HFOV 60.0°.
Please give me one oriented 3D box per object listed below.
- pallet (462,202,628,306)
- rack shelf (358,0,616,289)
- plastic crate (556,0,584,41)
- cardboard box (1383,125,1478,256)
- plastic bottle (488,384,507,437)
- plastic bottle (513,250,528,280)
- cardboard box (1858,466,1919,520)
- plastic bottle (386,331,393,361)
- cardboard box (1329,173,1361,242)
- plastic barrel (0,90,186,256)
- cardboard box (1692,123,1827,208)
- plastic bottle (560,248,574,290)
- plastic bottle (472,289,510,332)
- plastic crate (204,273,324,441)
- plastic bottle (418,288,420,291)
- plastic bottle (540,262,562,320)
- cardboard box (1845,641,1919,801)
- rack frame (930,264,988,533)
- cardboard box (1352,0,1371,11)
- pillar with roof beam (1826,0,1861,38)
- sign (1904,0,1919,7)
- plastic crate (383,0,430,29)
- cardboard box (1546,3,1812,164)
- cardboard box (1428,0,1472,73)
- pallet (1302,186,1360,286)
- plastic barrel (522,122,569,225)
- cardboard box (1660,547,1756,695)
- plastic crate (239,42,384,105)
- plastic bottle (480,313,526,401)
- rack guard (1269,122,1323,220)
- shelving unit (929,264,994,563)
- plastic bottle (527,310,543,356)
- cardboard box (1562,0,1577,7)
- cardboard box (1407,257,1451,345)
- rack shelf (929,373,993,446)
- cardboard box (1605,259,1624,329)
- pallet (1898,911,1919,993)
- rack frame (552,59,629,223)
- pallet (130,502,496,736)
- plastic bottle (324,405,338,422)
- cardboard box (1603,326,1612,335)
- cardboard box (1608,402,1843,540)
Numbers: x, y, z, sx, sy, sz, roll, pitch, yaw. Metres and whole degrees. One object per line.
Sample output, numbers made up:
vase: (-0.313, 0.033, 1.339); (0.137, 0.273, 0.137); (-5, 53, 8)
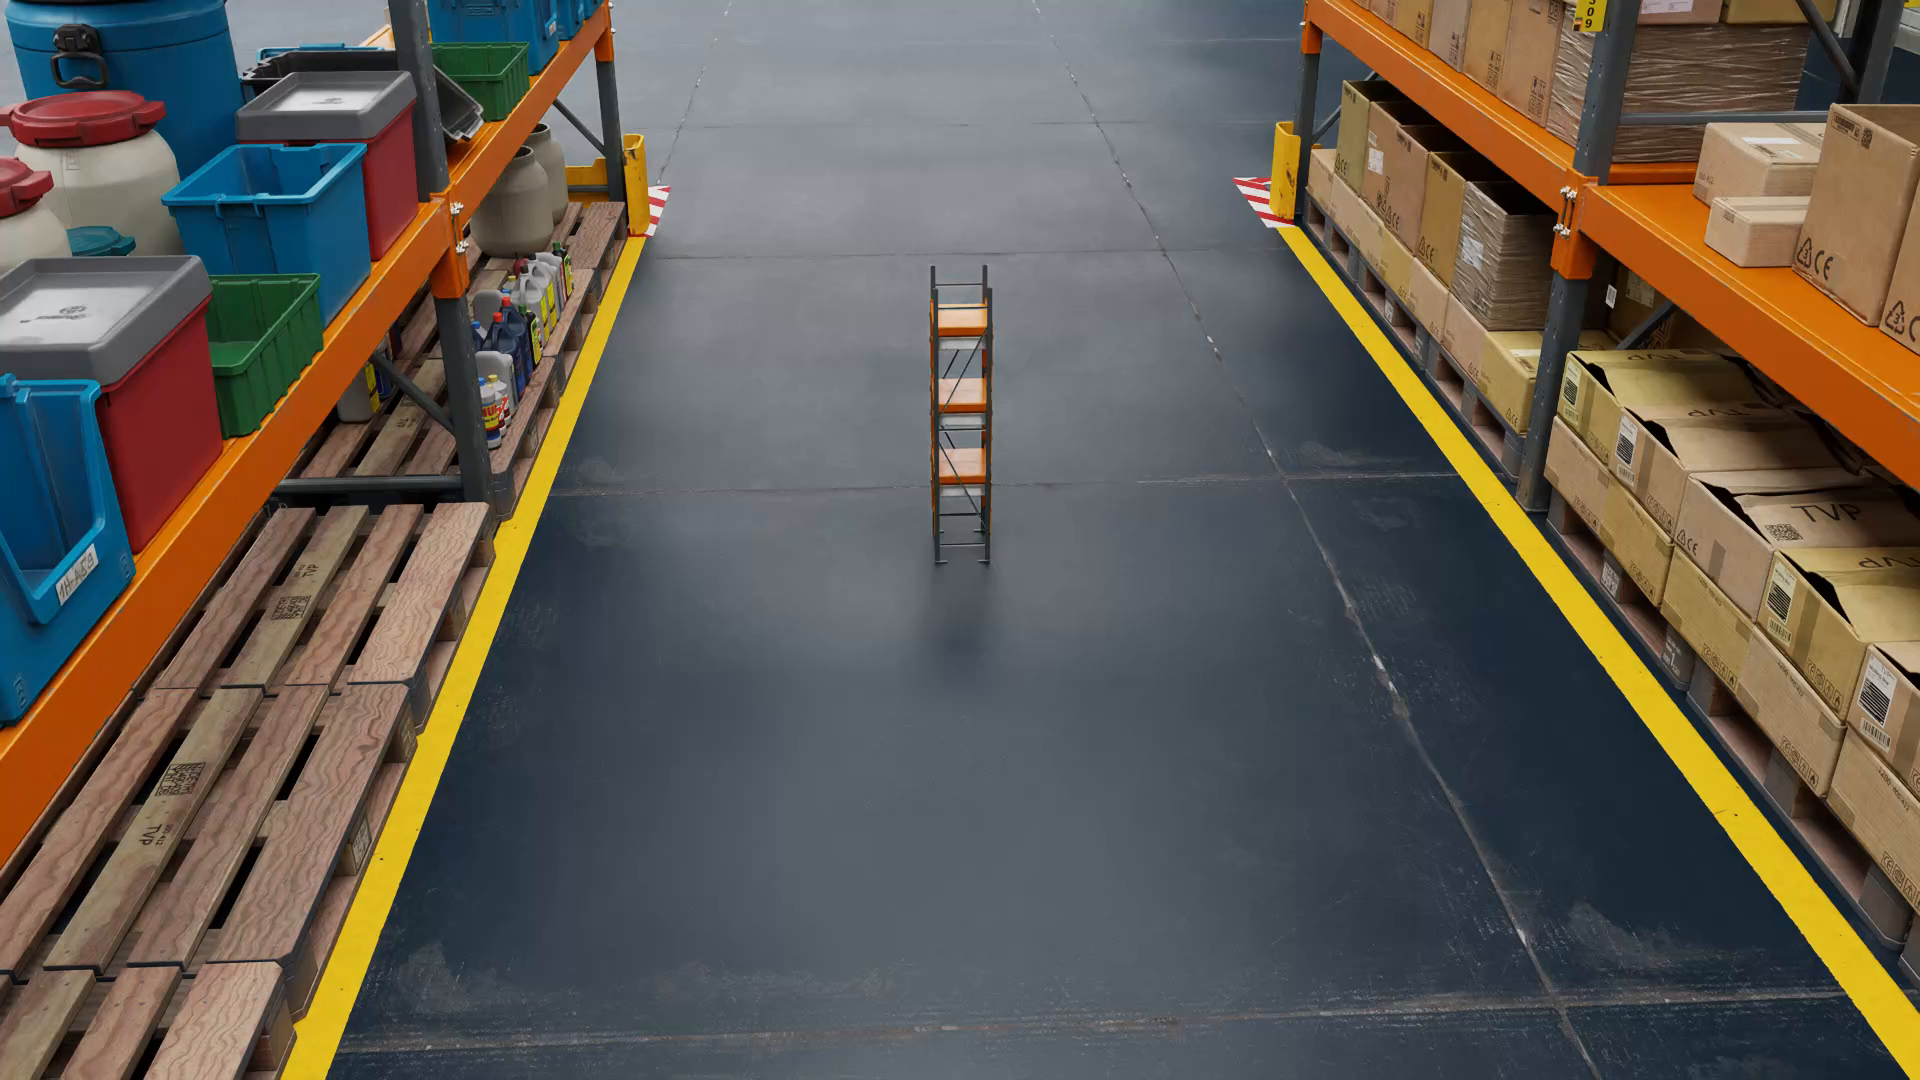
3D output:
pallet: (-2.381, -1.554, 9.001); (1.003, 0.211, 1.213); (-1, 28, -3)
rack shelf: (-2.364, -1.957, 7.537); (1.077, 0.370, 4.000); (-1, 28, -3)
plastic crate: (-2.115, -2.610, 8.171); (0.499, 0.251, 0.408); (-1, 28, -3)
cardboard box: (2.360, -1.671, 7.919); (0.500, 0.500, 0.500); (-1, 28, -3)
plastic bottle: (-1.844, -0.511, 6.537); (0.097, 0.201, 0.097); (0, 28, 0)
plastic bottle: (-2.055, -1.233, 7.832); (0.061, 0.283, 0.133); (-1, 28, -3)
cardboard box: (3.052, -0.035, 4.987); (0.500, 0.311, 0.500); (-1, 28, -3)
plastic bottle: (-2.507, -0.886, 7.166); (0.061, 0.283, 0.133); (-1, 28, -3)
cardboard box: (2.314, -1.801, 8.978); (0.500, 0.250, 0.500); (-1, 28, -3)
plastic barrel: (-2.429, -0.966, 4.711); (0.433, 0.535, 0.433); (0, 28, 0)
cardboard box: (2.756, -1.178, 5.426); (0.500, 0.250, 0.500); (0, 28, 1)
plastic bottle: (-1.935, -1.317, 8.081); (0.097, 0.201, 0.097); (0, 28, 0)
plastic bottle: (-2.066, -0.991, 7.376); (0.152, 0.276, 0.135); (-1, 28, -3)
plastic crate: (-1.887, -0.461, 4.120); (0.450, 0.188, 0.662); (-1, 28, -3)
plastic bottle: (-2.685, -1.340, 8.051); (0.097, 0.271, 0.097); (0, 28, 0)
plastic bottle: (-1.942, -1.168, 7.716); (0.152, 0.276, 0.135); (-2, 28, -4)
cardboard box: (2.565, 0.452, 4.052); (0.500, 0.311, 0.500); (-2, 28, -3)
rack frame: (-0.004, -0.497, 6.068); (0.200, 1.050, 0.008); (-1, 28, -3)
cardboard box: (2.490, -3.146, 8.930); (0.700, 0.500, 0.500); (-1, 28, -3)
pillar with roof beam: (3.713, -8.463, 12.746); (9.100, 9.000, 0.400); (-1, 28, -3)
sign: (3.228, -1.966, 5.610); (0.100, 0.325, 0.005); (-1, 28, -3)
plastic crate: (-2.743, -2.662, 8.395); (0.298, 0.136, 0.250); (-1, 28, -3)
cardboard box: (2.658, -1.719, 6.195); (0.700, 0.500, 0.500); (-2, 28, -4)
cardboard box: (2.573, -2.431, 7.560); (0.700, 0.500, 0.500); (-1, 28, -1)
pallet: (2.560, -1.729, 9.337); (1.003, 0.211, 1.213); (-1, 28, -3)
plastic barrel: (-2.358, -1.981, 9.040); (0.421, 0.512, 0.421); (0, 28, 0)
cardboard box: (2.516, 0.230, 5.084); (0.500, 0.250, 0.500); (-2, 28, -4)
plastic crate: (-2.589, -1.791, 6.601); (0.499, 0.251, 0.616); (-1, 28, -3)
plastic bottle: (-1.888, -0.756, 6.844); (0.144, 0.351, 0.185); (-1, 28, -1)
rack guard: (2.477, -2.220, 9.967); (1.175, 0.500, 0.348); (-1, 28, -3)
shelving unit: (0.003, -0.441, 5.960); (0.215, 1.050, 0.252); (-1, 28, -3)
plastic bottle: (-1.889, -0.908, 7.298); (0.097, 0.201, 0.097); (0, 28, 0)
cardboard box: (2.448, -2.037, 6.102); (0.380, 0.149, 0.250); (-2, 28, -4)
cardboard box: (2.387, -1.108, 7.650); (0.500, 0.250, 0.500); (-1, 28, -3)
rack shelf: (0.003, -0.431, 5.965); (0.215, 0.259, 0.240); (-1, 28, -3)
cardboard box: (2.941, -1.222, 7.058); (0.500, 0.500, 0.500); (-1, 28, -3)
pallet: (2.892, 1.232, 3.659); (1.003, 0.211, 1.213); (-1, 28, -3)
rack frame: (-2.469, -3.200, 9.141); (1.000, 3.000, 0.127); (-1, 28, -3)
pallet: (-2.180, 0.246, 5.551); (1.003, 0.211, 1.213); (-1, 28, -3)
plastic bottle: (-2.581, -0.664, 6.667); (0.144, 0.351, 0.185); (-2, 28, -4)
cardboard box: (2.945, -0.890, 7.232); (0.500, 0.250, 0.500); (-1, 28, -3)
cardboard box: (2.481, -0.258, 5.414); (0.500, 0.311, 0.500); (-2, 28, -3)
